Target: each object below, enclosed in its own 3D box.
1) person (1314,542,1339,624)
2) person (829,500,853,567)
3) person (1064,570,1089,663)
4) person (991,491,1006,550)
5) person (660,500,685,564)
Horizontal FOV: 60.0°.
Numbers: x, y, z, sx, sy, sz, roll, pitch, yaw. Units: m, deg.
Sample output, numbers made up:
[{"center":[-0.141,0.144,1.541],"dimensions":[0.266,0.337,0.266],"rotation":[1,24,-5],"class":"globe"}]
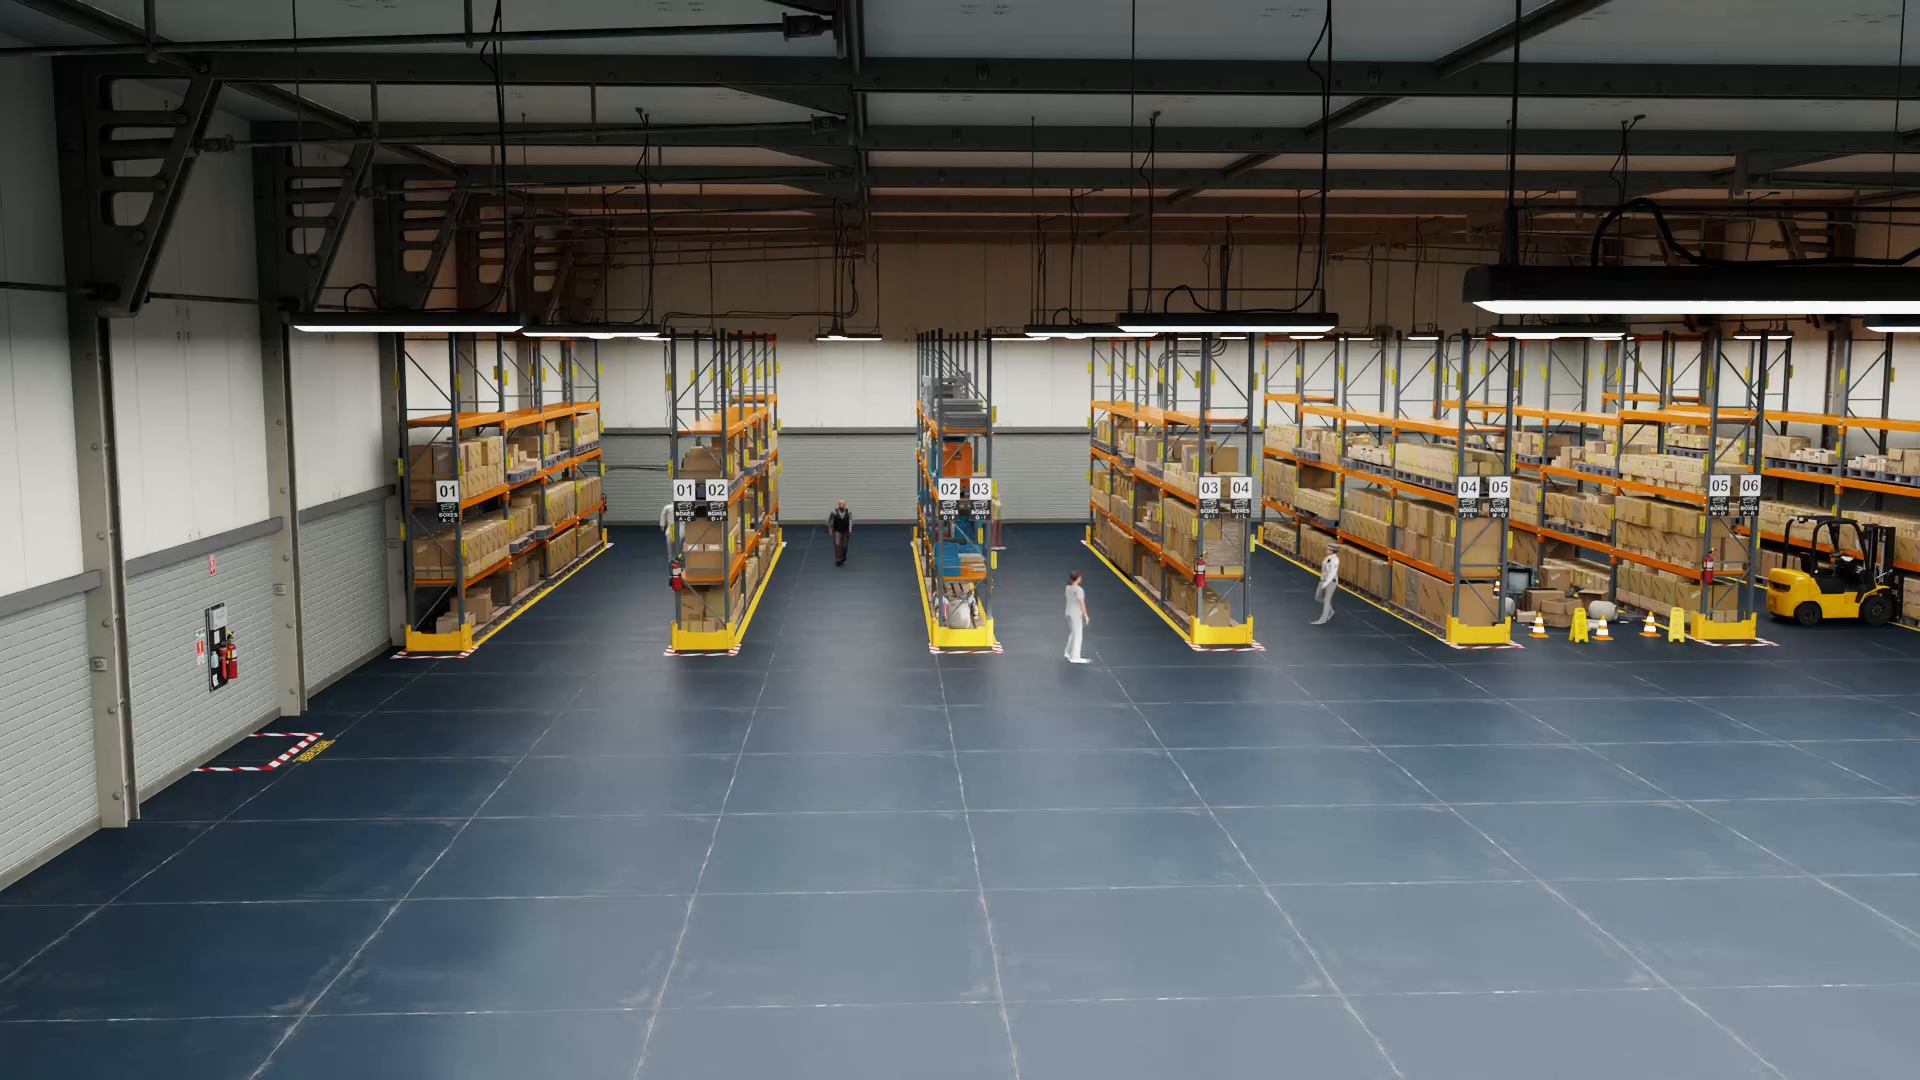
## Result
[{"center":[7.506,0.882,34.093],"dimensions":[0.572,1.665,0.537],"rotation":[-3,8,-27],"class":"person"},{"center":[-3.104,-0.188,43.251],"dimensions":[0.629,1.725,0.940],"rotation":[0,7,-4],"class":"person"},{"center":[2.102,1.396,29.970],"dimensions":[0.367,1.707,0.531],"rotation":[-4,8,-28],"class":"person"},{"center":[1.016,-0.559,46.299],"dimensions":[0.358,1.678,0.493],"rotation":[6,9,40],"class":"person"},{"center":[-7.529,-0.261,43.836],"dimensions":[0.750,1.811,0.935],"rotation":[0,7,1],"class":"person"}]
